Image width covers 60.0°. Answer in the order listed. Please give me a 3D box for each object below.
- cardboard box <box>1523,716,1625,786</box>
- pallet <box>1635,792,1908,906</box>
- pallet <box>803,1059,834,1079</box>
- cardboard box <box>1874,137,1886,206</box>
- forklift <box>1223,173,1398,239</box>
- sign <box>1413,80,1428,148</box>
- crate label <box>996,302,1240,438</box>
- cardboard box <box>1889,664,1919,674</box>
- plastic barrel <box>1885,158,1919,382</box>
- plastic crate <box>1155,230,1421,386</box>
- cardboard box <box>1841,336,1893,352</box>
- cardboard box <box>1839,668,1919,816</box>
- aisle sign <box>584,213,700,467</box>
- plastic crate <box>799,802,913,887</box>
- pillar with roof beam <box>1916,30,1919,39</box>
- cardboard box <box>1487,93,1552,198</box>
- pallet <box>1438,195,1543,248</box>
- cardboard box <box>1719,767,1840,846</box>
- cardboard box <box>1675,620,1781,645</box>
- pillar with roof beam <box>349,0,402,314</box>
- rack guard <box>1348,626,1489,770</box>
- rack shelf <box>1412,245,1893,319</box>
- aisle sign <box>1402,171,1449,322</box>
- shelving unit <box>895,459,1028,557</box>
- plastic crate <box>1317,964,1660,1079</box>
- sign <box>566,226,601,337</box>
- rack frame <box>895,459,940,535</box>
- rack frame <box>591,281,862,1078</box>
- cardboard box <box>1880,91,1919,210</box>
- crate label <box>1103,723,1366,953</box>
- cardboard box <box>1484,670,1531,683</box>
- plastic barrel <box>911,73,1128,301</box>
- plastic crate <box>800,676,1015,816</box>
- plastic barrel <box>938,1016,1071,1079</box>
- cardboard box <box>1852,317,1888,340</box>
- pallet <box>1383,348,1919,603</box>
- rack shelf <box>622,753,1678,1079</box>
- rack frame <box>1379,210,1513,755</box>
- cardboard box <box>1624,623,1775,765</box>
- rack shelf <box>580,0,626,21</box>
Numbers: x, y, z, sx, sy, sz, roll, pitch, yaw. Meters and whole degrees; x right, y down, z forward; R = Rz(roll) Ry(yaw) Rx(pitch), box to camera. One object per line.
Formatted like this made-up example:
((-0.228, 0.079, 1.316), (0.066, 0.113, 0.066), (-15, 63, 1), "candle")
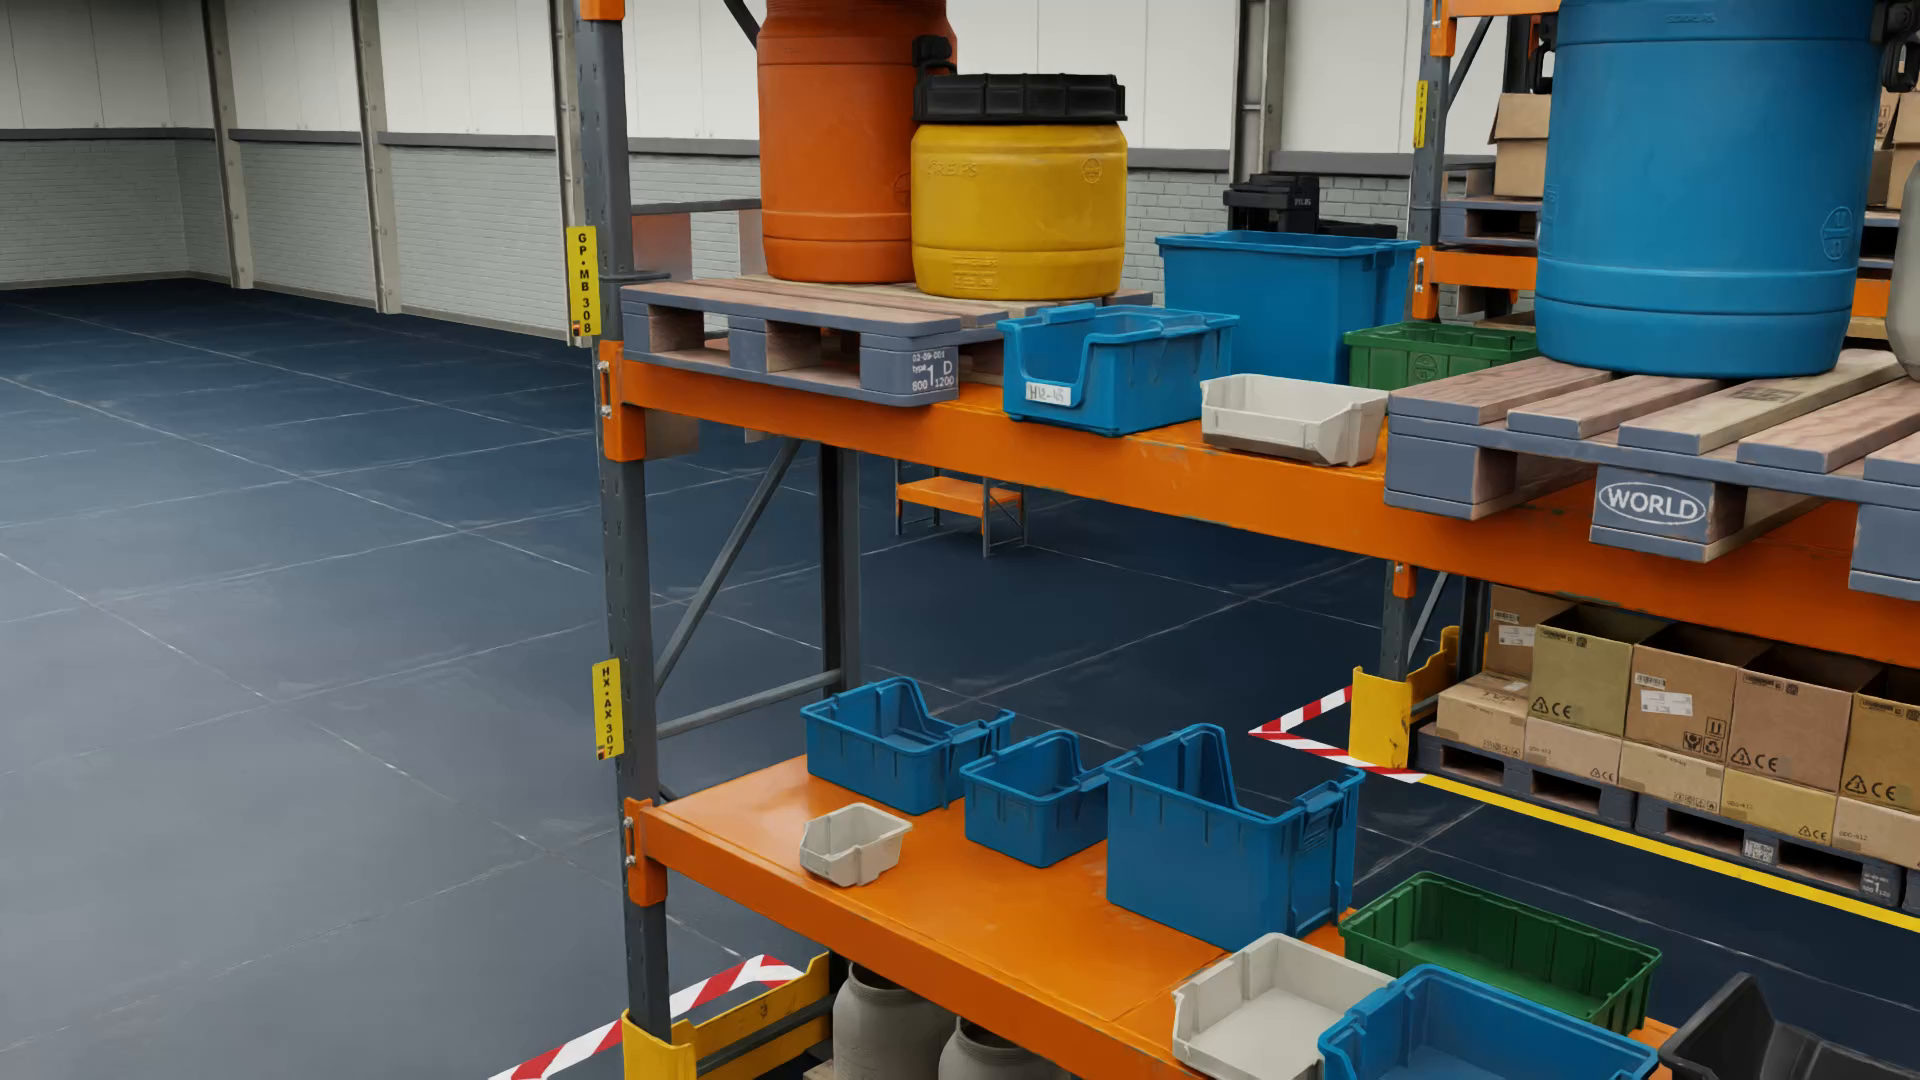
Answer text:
((3.289, 1.029, 8.654), (0.500, 0.250, 0.500), (14, 20, 42), "cardboard box")
((4.149, 1.370, 8.256), (1.213, 0.211, 1.003), (14, 20, 42), "pallet")
((-0.077, 2.076, 5.544), (1.213, 0.211, 1.003), (14, 20, 42), "pallet")
((6.560, -2.524, 11.484), (0.500, 0.500, 0.500), (-13, 19, -41), "cardboard box")
((3.222, -1.840, 15.181), (3.031, 2.935, 1.130), (-7, 16, -26), "forklift")
((2.306, -2.132, 8.327), (0.005, 0.325, 0.100), (14, 20, 42), "sign")
((0.372, -0.413, 3.913), (0.408, 0.251, 0.502), (14, 20, 42), "crate label")
((4.738, 0.832, 7.922), (0.500, 0.500, 0.500), (14, 20, 42), "cardboard box")
((1.960, -0.541, 3.054), (0.421, 0.512, 0.421), (0, 15, 0), "plastic barrel")
((0.836, -0.586, 4.313), (0.575, 0.384, 0.392), (14, 20, 42), "plastic crate")
((4.167, -0.635, 7.650), (0.500, 0.500, 0.700), (14, 20, 42), "cardboard box")
((4.375, 0.927, 7.557), (0.500, 0.500, 0.500), (14, 20, 42), "cardboard box")
((-1.001, -0.638, 5.277), (0.004, 0.787, 0.394), (14, 20, 42), "aisle sign")
((-0.325, 0.922, 4.968), (0.250, 0.136, 0.298), (14, 20, 42), "plastic crate")
((4.247, -3.375, 9.039), (0.400, 9.000, 9.100), (14, 20, 42), "pillar with roof beam")
((3.106, -1.990, 8.358), (0.797, 0.503, 0.637), (-13, 19, -40), "cardboard box")
((3.186, -1.600, 8.348), (1.213, 0.211, 1.003), (14, 20, 42), "pallet")
((4.005, 1.205, 7.978), (0.500, 0.250, 0.500), (14, 20, 42), "cardboard box")
((4.018, 0.657, 8.593), (0.500, 0.500, 0.500), (14, 20, 42), "cardboard box")
((-13.030, -7.576, 25.159), (0.400, 9.000, 9.100), (14, 20, 42), "pillar with roof beam")
((2.678, 0.886, 9.540), (0.348, 0.500, 1.175), (14, 20, 42), "rack guard")
((4.135, -1.073, 7.578), (4.000, 0.370, 1.077), (14, 20, 42), "rack shelf")
((2.435, -1.533, 8.711), (0.004, 0.787, 0.394), (14, 20, 42), "aisle sign")
((0.005, -0.543, 13.786), (1.048, 1.125, 0.538), (14, 20, 42), "shelving unit")
((1.149, 1.207, 3.647), (0.616, 0.251, 0.499), (14, 20, 42), "plastic crate")
((-1.131, -0.778, 5.001), (0.005, 0.325, 0.100), (14, 20, 42), "sign")
((-0.361, -0.632, 14.127), (0.032, 1.125, 0.500), (14, 20, 42), "rack frame")
((-0.746, 0.579, 5.760), (0.127, 3.000, 1.000), (14, 20, 42), "rack frame")
((4.477, -1.703, 7.254), (0.797, 0.503, 0.637), (-12, 19, -38), "cardboard box")
((0.767, 0.835, 4.708), (0.616, 0.435, 0.502), (14, 20, 42), "crate label")
((3.286, 0.848, 9.348), (0.500, 0.250, 0.500), (14, 20, 42), "cardboard box")
((0.163, -0.990, 4.628), (0.600, 0.588, 0.600), (0, 15, 0), "plastic barrel")
((-0.178, 0.684, 5.651), (0.616, 0.251, 0.499), (14, 20, 42), "plastic crate")
((0.142, 1.769, 5.296), (0.421, 0.512, 0.421), (0, 15, 0), "plastic barrel")
((6.615, -1.293, 11.715), (0.500, 0.500, 0.500), (14, 20, 42), "cardboard box")
((1.547, -0.189, 3.136), (1.003, 0.211, 1.213), (14, 20, 42), "pallet")
((0.694, 1.277, 4.508), (4.000, 0.370, 1.077), (14, 20, 42), "rack shelf")
((2.695, -0.319, 9.208), (0.127, 3.000, 1.000), (14, 20, 42), "rack frame")
((3.657, 0.752, 8.231), (0.500, 0.500, 0.500), (14, 20, 42), "cardboard box")
((0.694, -1.432, 3.802), (4.000, 0.370, 1.077), (14, 20, 42), "rack shelf")
